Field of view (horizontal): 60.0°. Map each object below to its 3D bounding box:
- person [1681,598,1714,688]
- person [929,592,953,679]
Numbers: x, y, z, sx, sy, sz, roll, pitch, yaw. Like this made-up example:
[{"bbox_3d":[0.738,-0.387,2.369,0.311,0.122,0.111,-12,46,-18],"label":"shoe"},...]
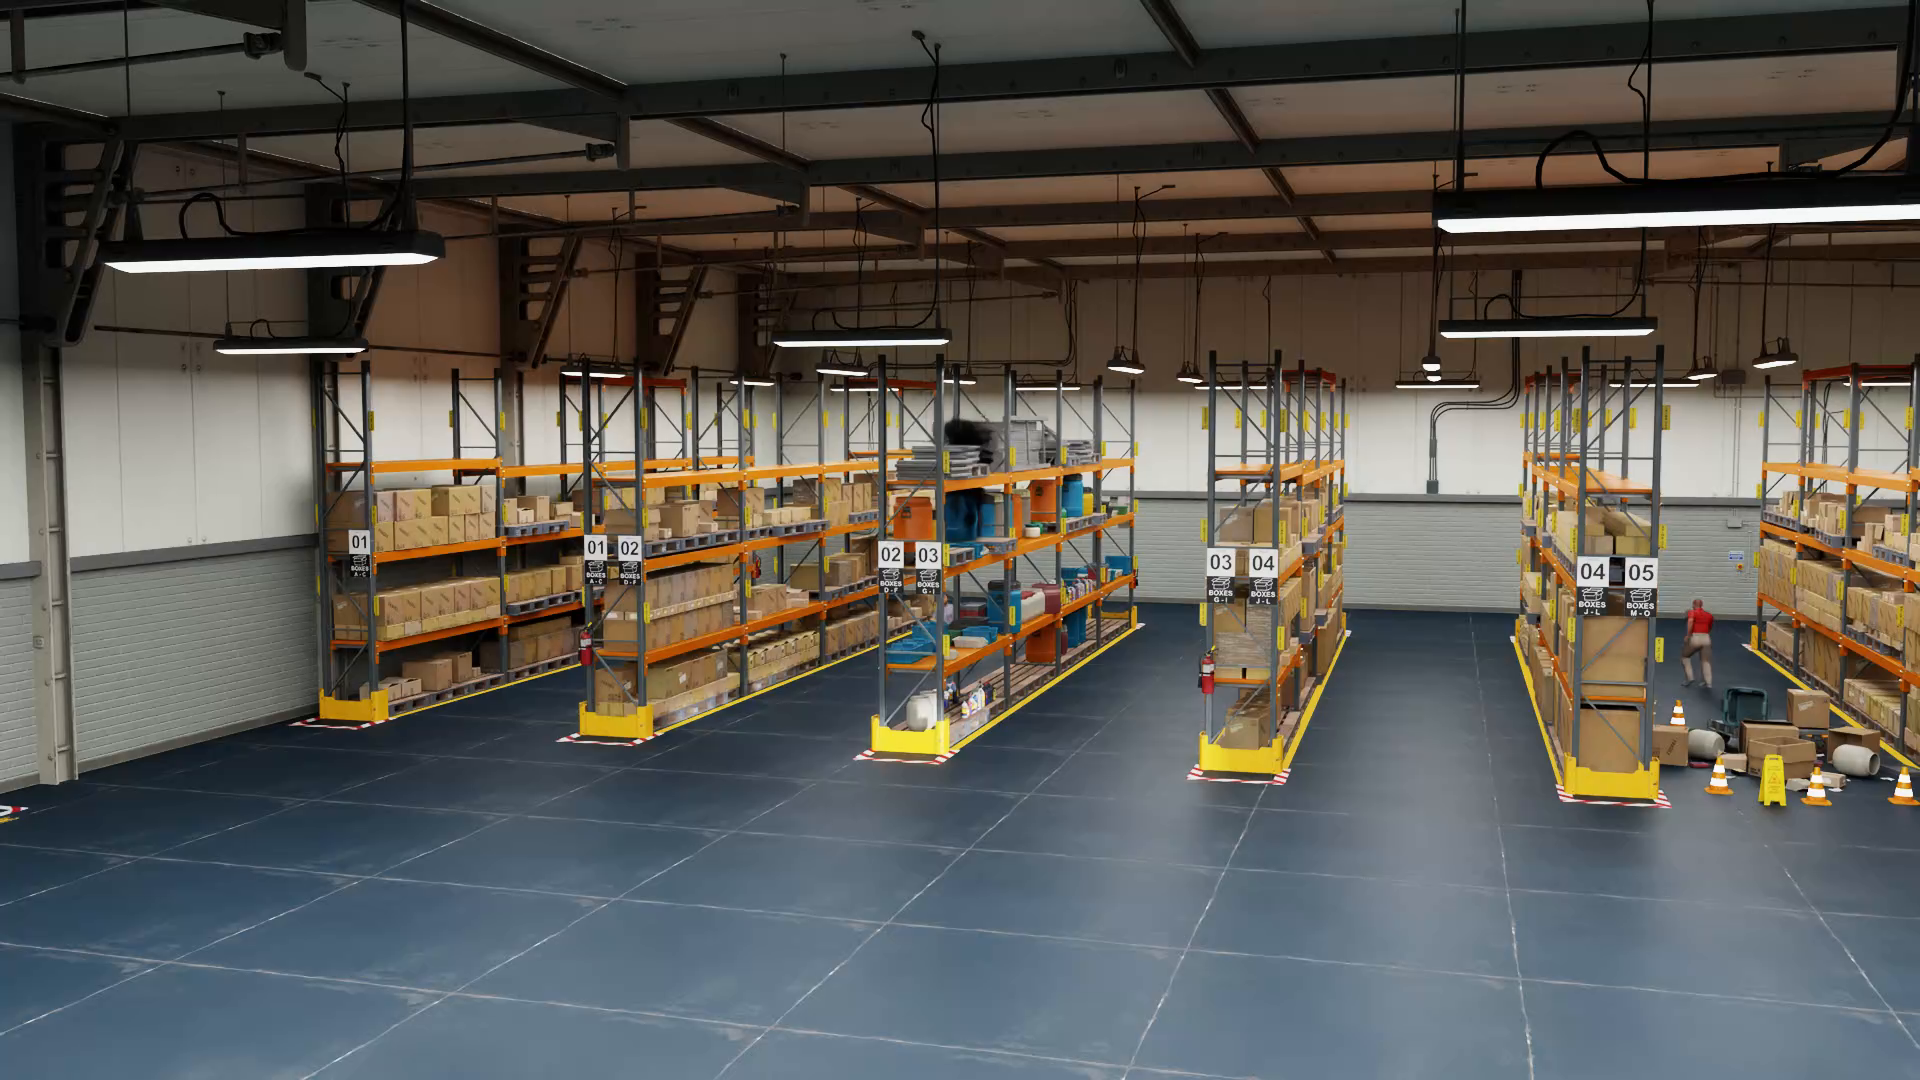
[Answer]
[{"bbox_3d":[13.841,1.948,31.145,0.597,1.684,0.955,0,4,4],"label":"person"},{"bbox_3d":[-0.286,1.857,32.547,0.569,1.707,0.841,2,4,22],"label":"person"}]
